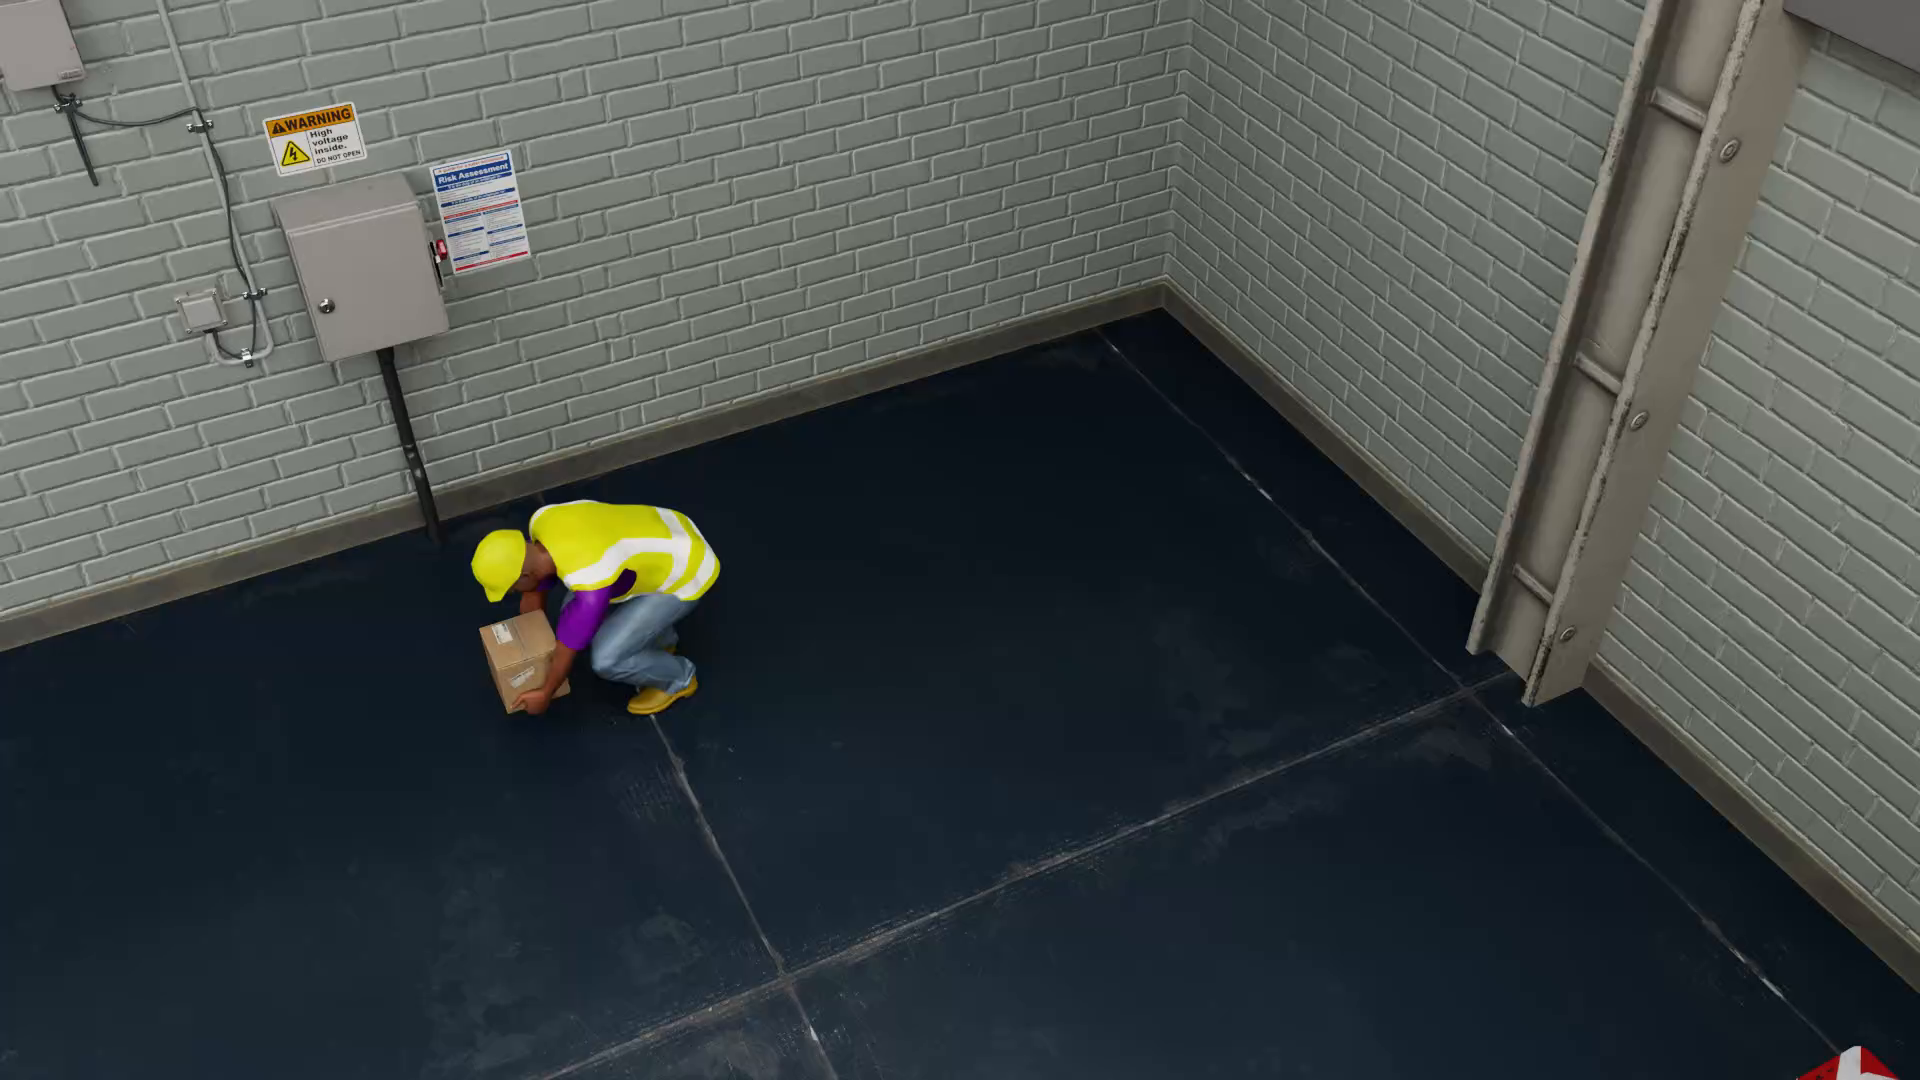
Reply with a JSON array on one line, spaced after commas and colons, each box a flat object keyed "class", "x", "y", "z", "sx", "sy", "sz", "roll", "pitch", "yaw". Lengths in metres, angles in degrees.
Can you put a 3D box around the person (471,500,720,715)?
[{"class": "person", "x": -1.375, "y": 0.246, "z": 6.440, "sx": 0.916, "sy": 1.009, "sz": 0.534, "roll": -20, "pitch": 45, "yaw": -21}]
